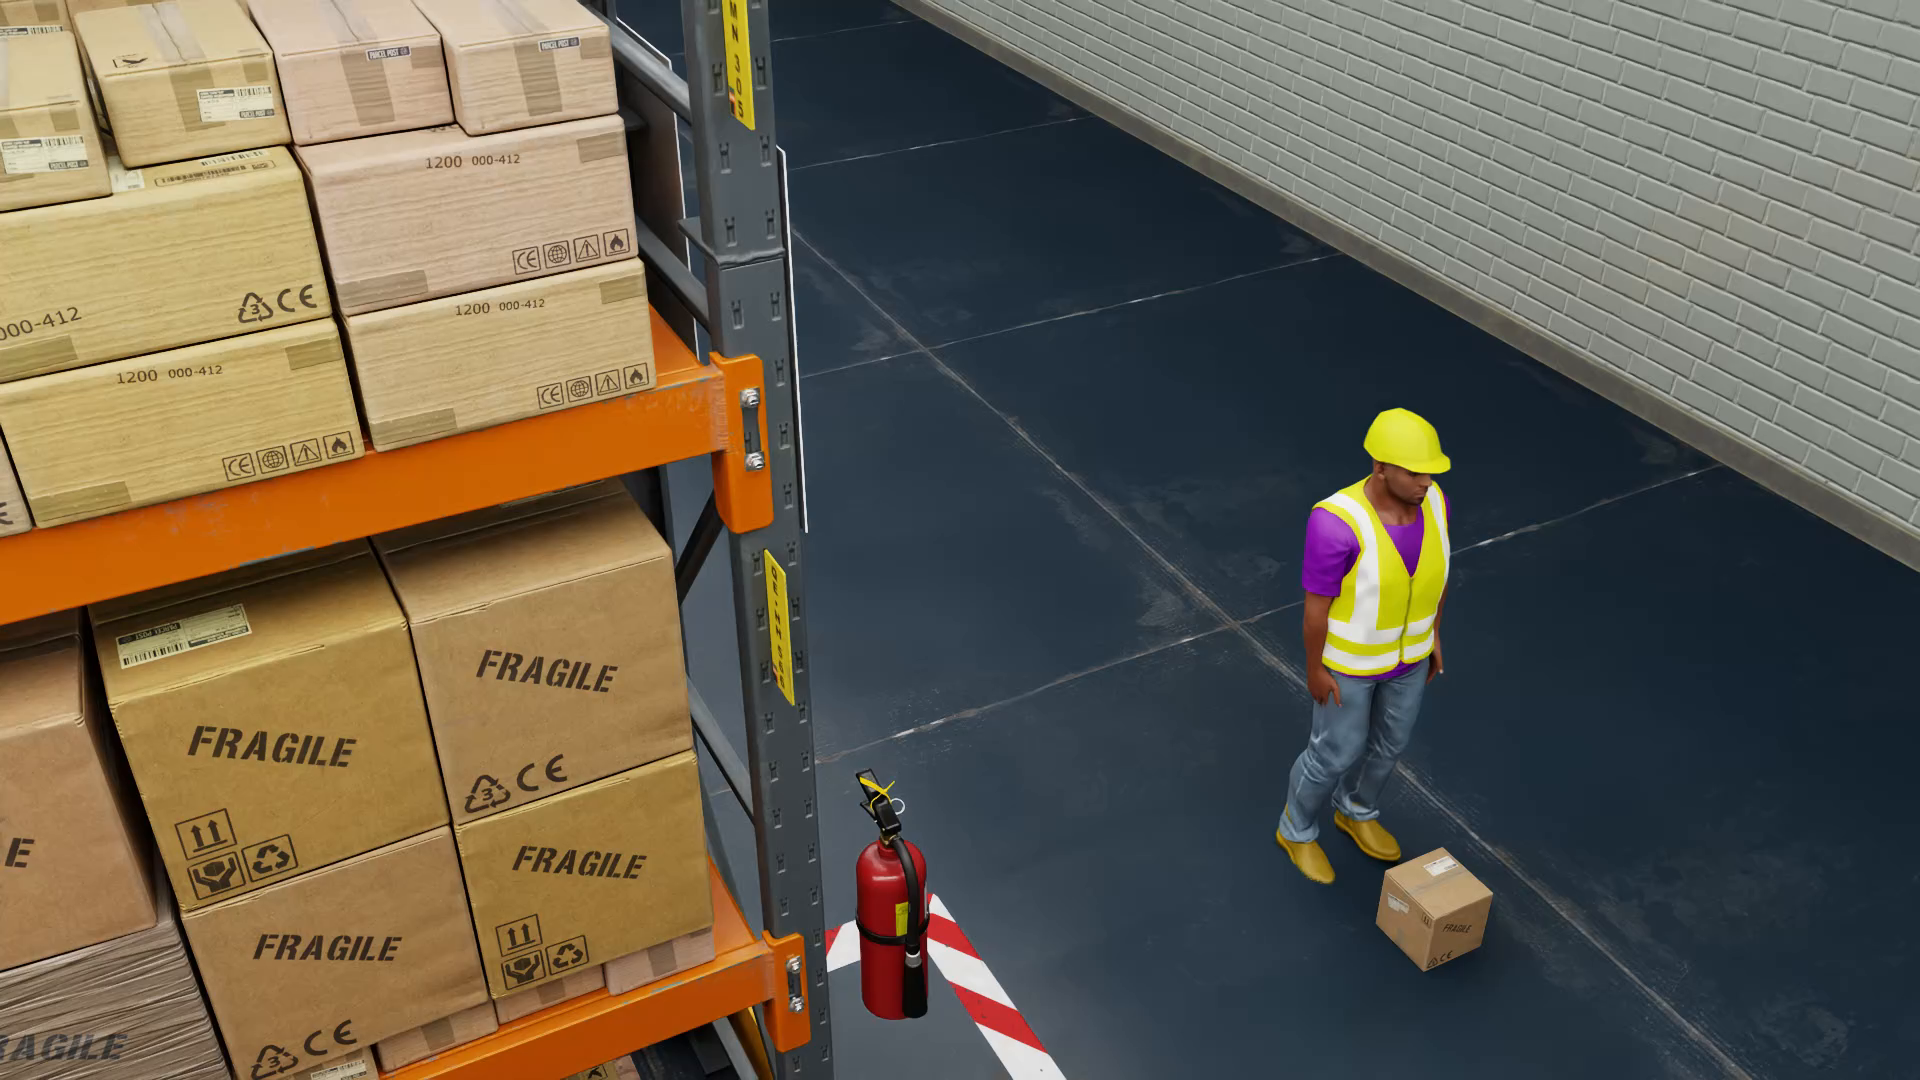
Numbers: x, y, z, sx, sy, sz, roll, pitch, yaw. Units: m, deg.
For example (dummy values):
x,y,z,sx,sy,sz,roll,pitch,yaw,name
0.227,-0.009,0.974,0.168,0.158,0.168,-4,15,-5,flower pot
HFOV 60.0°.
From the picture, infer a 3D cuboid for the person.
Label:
x,y,z,sx,sy,sz,roll,pitch,yaw,name
1.378,0.374,5.565,0.562,1.783,0.361,-15,36,-22,person
